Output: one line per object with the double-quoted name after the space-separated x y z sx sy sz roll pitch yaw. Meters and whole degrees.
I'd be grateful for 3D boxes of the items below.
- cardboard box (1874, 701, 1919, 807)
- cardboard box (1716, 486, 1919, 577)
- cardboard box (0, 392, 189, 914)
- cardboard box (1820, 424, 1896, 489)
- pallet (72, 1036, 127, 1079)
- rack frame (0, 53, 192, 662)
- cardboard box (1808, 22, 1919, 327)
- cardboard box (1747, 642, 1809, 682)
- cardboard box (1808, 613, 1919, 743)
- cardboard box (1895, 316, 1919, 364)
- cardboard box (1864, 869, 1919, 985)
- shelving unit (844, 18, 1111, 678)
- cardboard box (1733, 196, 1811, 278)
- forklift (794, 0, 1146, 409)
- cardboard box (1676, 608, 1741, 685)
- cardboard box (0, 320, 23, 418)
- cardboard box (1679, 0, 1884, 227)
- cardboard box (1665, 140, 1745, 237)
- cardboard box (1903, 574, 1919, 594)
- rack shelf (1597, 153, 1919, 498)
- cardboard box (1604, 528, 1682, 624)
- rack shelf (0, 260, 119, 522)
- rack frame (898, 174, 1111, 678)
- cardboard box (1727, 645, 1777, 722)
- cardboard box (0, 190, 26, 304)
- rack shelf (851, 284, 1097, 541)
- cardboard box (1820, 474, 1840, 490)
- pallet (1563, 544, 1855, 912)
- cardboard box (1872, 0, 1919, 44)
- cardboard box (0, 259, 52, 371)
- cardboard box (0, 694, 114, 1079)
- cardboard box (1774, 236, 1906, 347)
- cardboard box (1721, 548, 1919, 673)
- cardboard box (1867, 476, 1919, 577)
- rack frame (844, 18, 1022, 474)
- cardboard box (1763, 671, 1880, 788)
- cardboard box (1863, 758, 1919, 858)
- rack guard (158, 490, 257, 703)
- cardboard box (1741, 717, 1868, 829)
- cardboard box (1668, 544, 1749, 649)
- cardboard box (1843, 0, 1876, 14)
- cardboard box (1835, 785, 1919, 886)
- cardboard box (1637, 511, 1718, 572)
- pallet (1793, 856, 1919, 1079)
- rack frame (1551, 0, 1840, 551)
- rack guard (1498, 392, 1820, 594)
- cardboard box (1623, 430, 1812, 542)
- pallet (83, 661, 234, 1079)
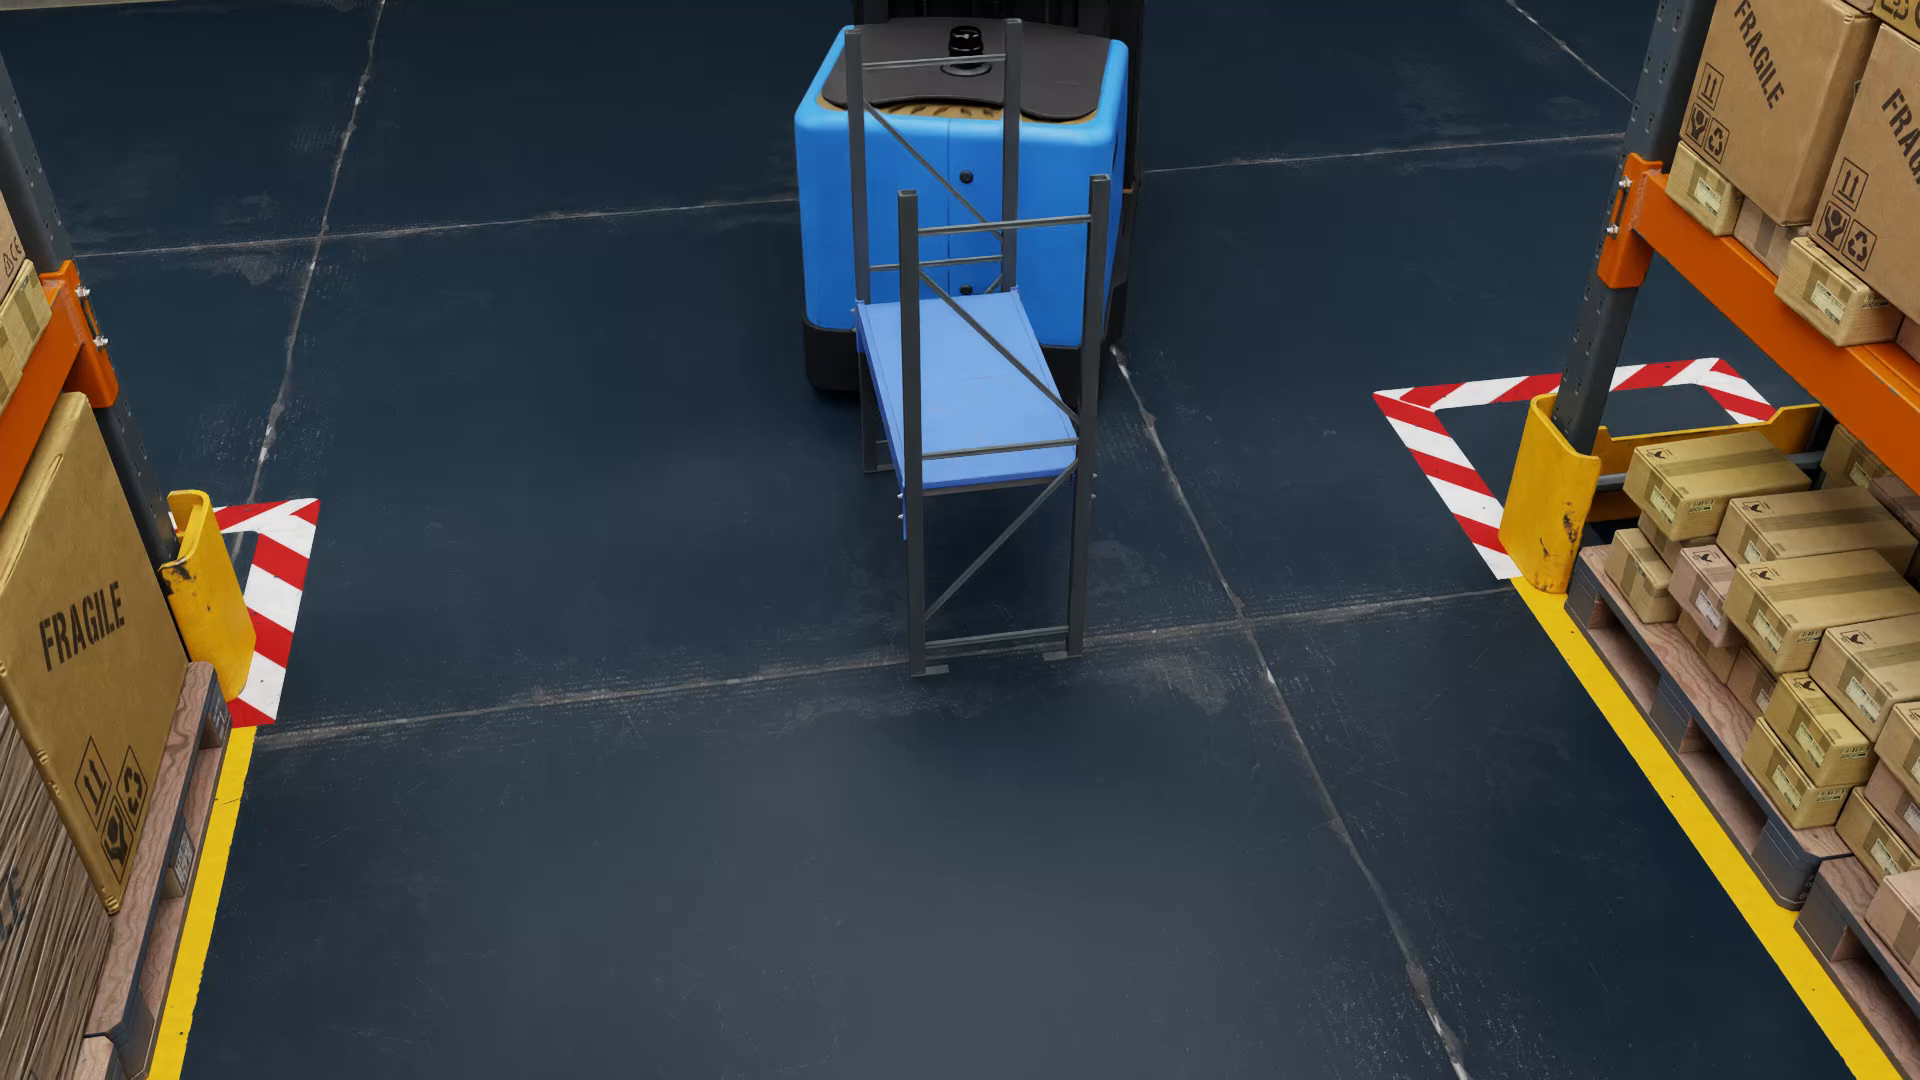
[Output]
2.290 0.481 3.683 0.380 0.149 0.250 -5 38 -6 "cardboard box"
2.207 0.005 4.295 0.380 0.149 0.250 -6 38 -7 "cardboard box"
-2.427 0.297 3.812 0.875 0.875 0.875 -6 38 -8 "cardboard box"
2.625 -0.209 4.570 0.380 0.149 0.250 -6 38 -7 "cardboard box"
-2.190 1.557 3.074 1.003 0.211 1.213 -6 38 -8 "pallet"
-2.618 -0.754 3.776 1.000 3.000 0.127 -6 38 -8 "rack frame"
2.209 -0.762 3.462 0.500 0.500 0.500 -6 38 -8 "cardboard box"
2.245 0.270 4.197 0.380 0.149 0.250 -6 38 -7 "cardboard box"
2.250 0.312 3.900 0.380 0.149 0.250 -8 39 -10 "cardboard box"
2.277 -0.437 3.572 0.380 0.149 0.250 -5 38 -6 "cardboard box"
2.270 0.853 3.689 0.380 0.149 0.250 -8 39 -10 "cardboard box"
0.015 -0.541 4.724 0.538 1.500 1.048 -6 38 -8 "shelving unit"
2.103 -0.747 3.971 0.380 0.149 0.250 -5 38 -6 "cardboard box"
0.179 -2.507 6.088 1.130 2.935 3.031 5 38 7 "forklift"
2.186 0.234 4.486 0.380 0.149 0.250 -6 38 -8 "cardboard box"
-2.184 -0.318 3.420 0.380 0.149 0.250 -6 38 -7 "cardboard box"
2.090 -1.083 3.875 0.500 0.500 0.500 -5 38 -6 "cardboard box"
2.017 -0.896 4.164 0.380 0.149 0.250 -7 38 -8 "cardboard box"
2.649 0.068 4.457 0.380 0.149 0.250 -7 38 -9 "cardboard box"
2.634 0.266 3.050 1.077 0.370 4.000 -6 38 -8 "rack shelf"
2.060 0.084 4.678 0.380 0.149 0.250 -5 38 -7 "cardboard box"
-2.267 0.738 2.441 1.077 0.370 4.000 -6 38 -8 "rack shelf"
0.104 -0.234 4.328 0.500 1.500 0.032 -6 38 -8 "rack frame"
2.237 0.383 4.294 0.380 0.149 0.250 -6 38 -7 "cardboard box"
-2.272 -0.548 3.390 0.500 0.250 0.500 -7 38 -9 "cardboard box"
0.015 -0.399 4.834 0.538 0.185 1.000 -6 38 -8 "rack shelf"
2.657 -0.096 4.667 0.380 0.149 0.250 -7 38 -9 "cardboard box"
2.404 0.415 4.544 1.003 0.211 1.213 -6 38 -8 "pallet"
2.195 -1.174 3.178 0.500 0.500 0.500 -5 38 -7 "cardboard box"
-2.231 -0.475 3.621 0.380 0.149 0.250 -6 38 -7 "cardboard box"
-2.267 0.847 3.105 0.875 0.875 0.875 -6 38 -8 "cardboard box"
2.097 -0.579 3.755 0.380 0.149 0.250 -7 38 -9 "cardboard box"
2.125 0.171 4.081 0.380 0.149 0.250 -6 38 -8 "cardboard box"
2.613 -0.051 4.367 0.380 0.149 0.250 -6 38 -7 "cardboard box"
-0.074 -0.848 5.119 0.500 1.500 0.032 -6 38 -8 "rack frame"
2.183 0.437 3.982 0.380 0.149 0.250 -5 38 -7 "cardboard box"
2.323 0.587 3.789 0.380 0.149 0.250 -8 39 -10 "cardboard box"
-2.622 0.219 4.561 1.175 0.500 0.348 -6 38 -8 "rack guard"
2.173 0.549 4.080 0.380 0.149 0.250 -6 38 -7 "cardboard box"
2.115 0.132 4.375 0.380 0.149 0.250 -6 38 -8 "cardboard box"
2.100 -1.479 3.569 0.500 0.500 0.500 -6 38 -8 "cardboard box"
2.312 0.693 3.895 0.380 0.149 0.250 -6 38 -8 "cardboard box"
2.122 -0.040 4.595 0.380 0.149 0.250 -5 38 -6 "cardboard box"
2.614 1.150 3.597 1.003 0.211 1.213 -6 38 -8 "pallet"
2.283 -1.226 4.384 1.000 3.000 0.127 -6 38 -8 "rack frame"
2.296 -0.193 5.092 1.175 0.500 0.348 -6 38 -8 "rack guard"
2.040 -0.148 4.493 0.380 0.149 0.250 -8 39 -10 "cardboard box"
-2.401 0.822 4.020 1.003 0.211 1.213 -6 38 -8 "pallet"
